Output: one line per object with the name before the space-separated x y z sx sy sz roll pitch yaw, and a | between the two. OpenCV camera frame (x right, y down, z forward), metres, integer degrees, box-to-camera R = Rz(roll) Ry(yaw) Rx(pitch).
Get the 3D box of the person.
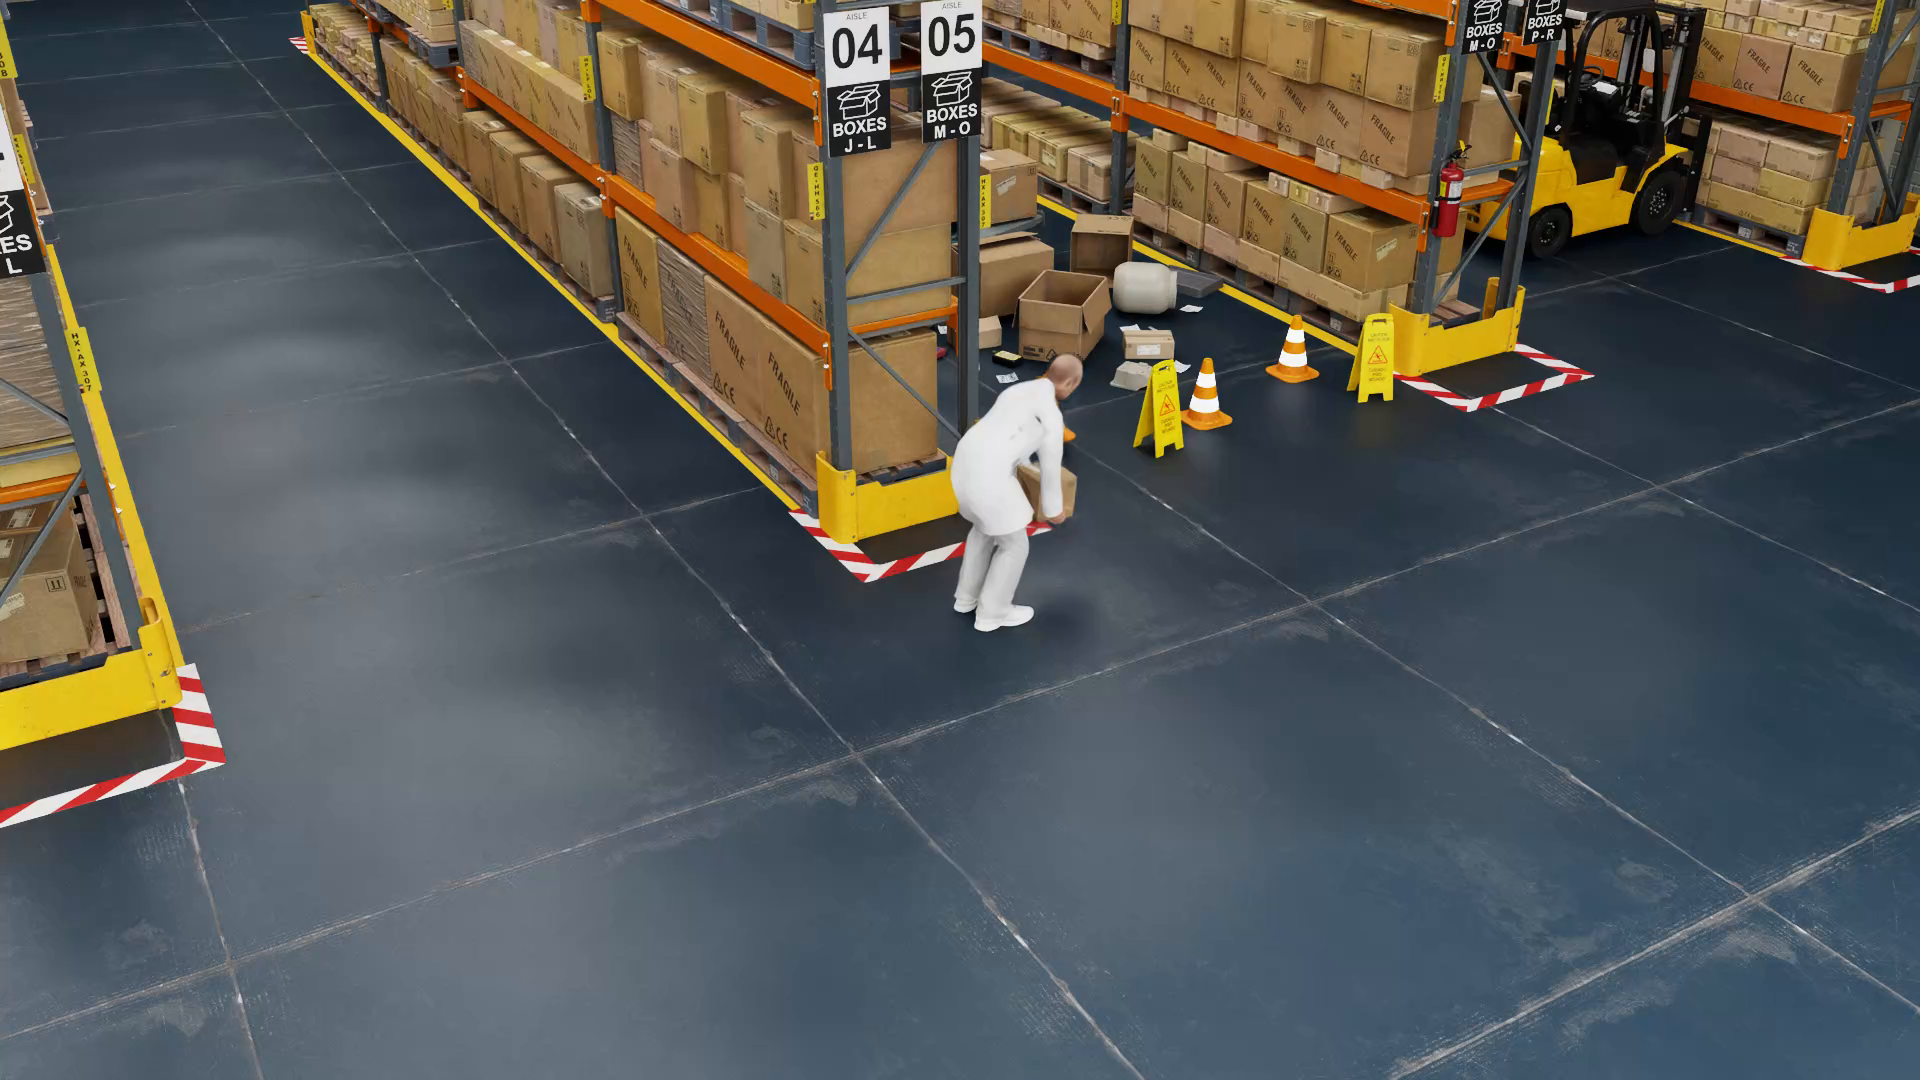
person | 0.339 -0.272 9.384 0.816 1.496 0.549 -16 33 -27
